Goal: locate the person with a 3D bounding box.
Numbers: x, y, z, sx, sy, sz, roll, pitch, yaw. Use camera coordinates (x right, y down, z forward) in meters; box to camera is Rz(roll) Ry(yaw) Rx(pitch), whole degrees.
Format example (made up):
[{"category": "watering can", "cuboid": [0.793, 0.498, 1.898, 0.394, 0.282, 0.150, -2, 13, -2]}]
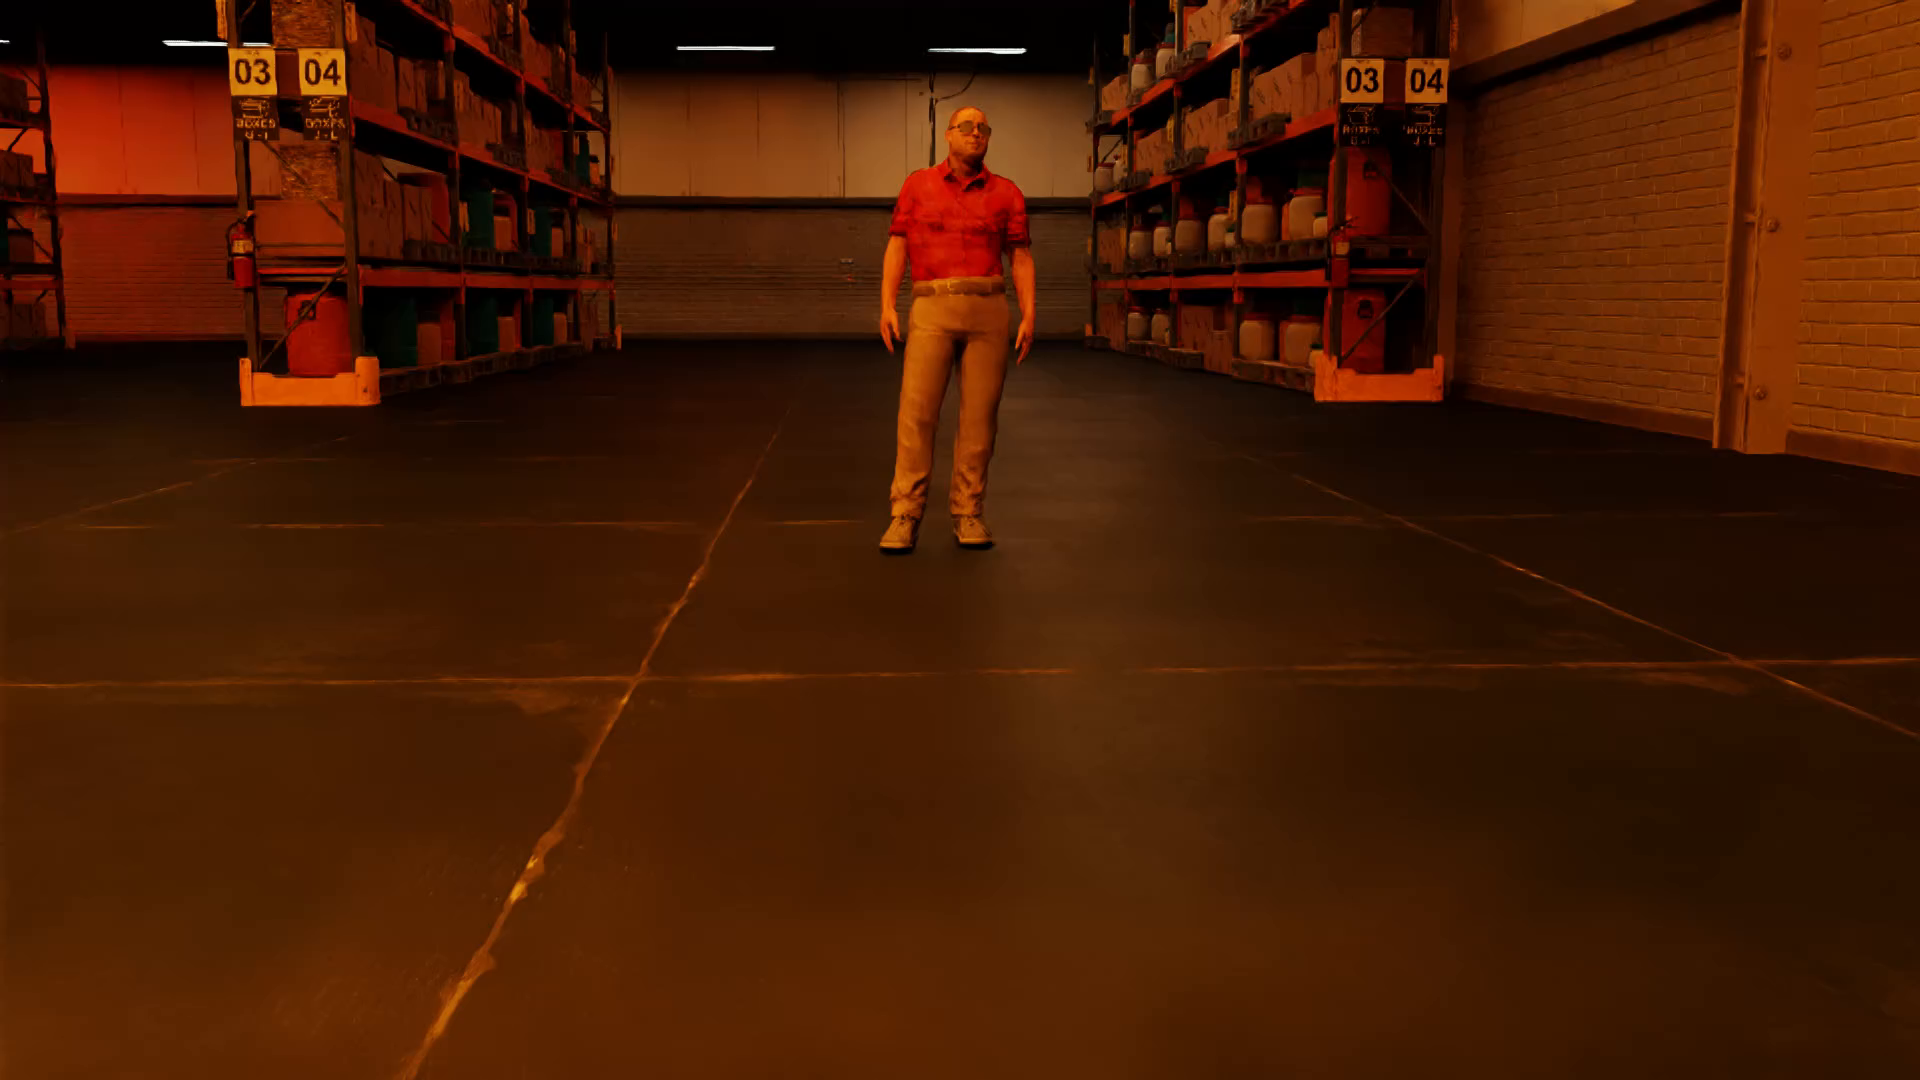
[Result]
[{"category": "person", "cuboid": [-0.006, -0.849, 6.592, 0.640, 1.727, 0.550, -1, 8, -4]}]
